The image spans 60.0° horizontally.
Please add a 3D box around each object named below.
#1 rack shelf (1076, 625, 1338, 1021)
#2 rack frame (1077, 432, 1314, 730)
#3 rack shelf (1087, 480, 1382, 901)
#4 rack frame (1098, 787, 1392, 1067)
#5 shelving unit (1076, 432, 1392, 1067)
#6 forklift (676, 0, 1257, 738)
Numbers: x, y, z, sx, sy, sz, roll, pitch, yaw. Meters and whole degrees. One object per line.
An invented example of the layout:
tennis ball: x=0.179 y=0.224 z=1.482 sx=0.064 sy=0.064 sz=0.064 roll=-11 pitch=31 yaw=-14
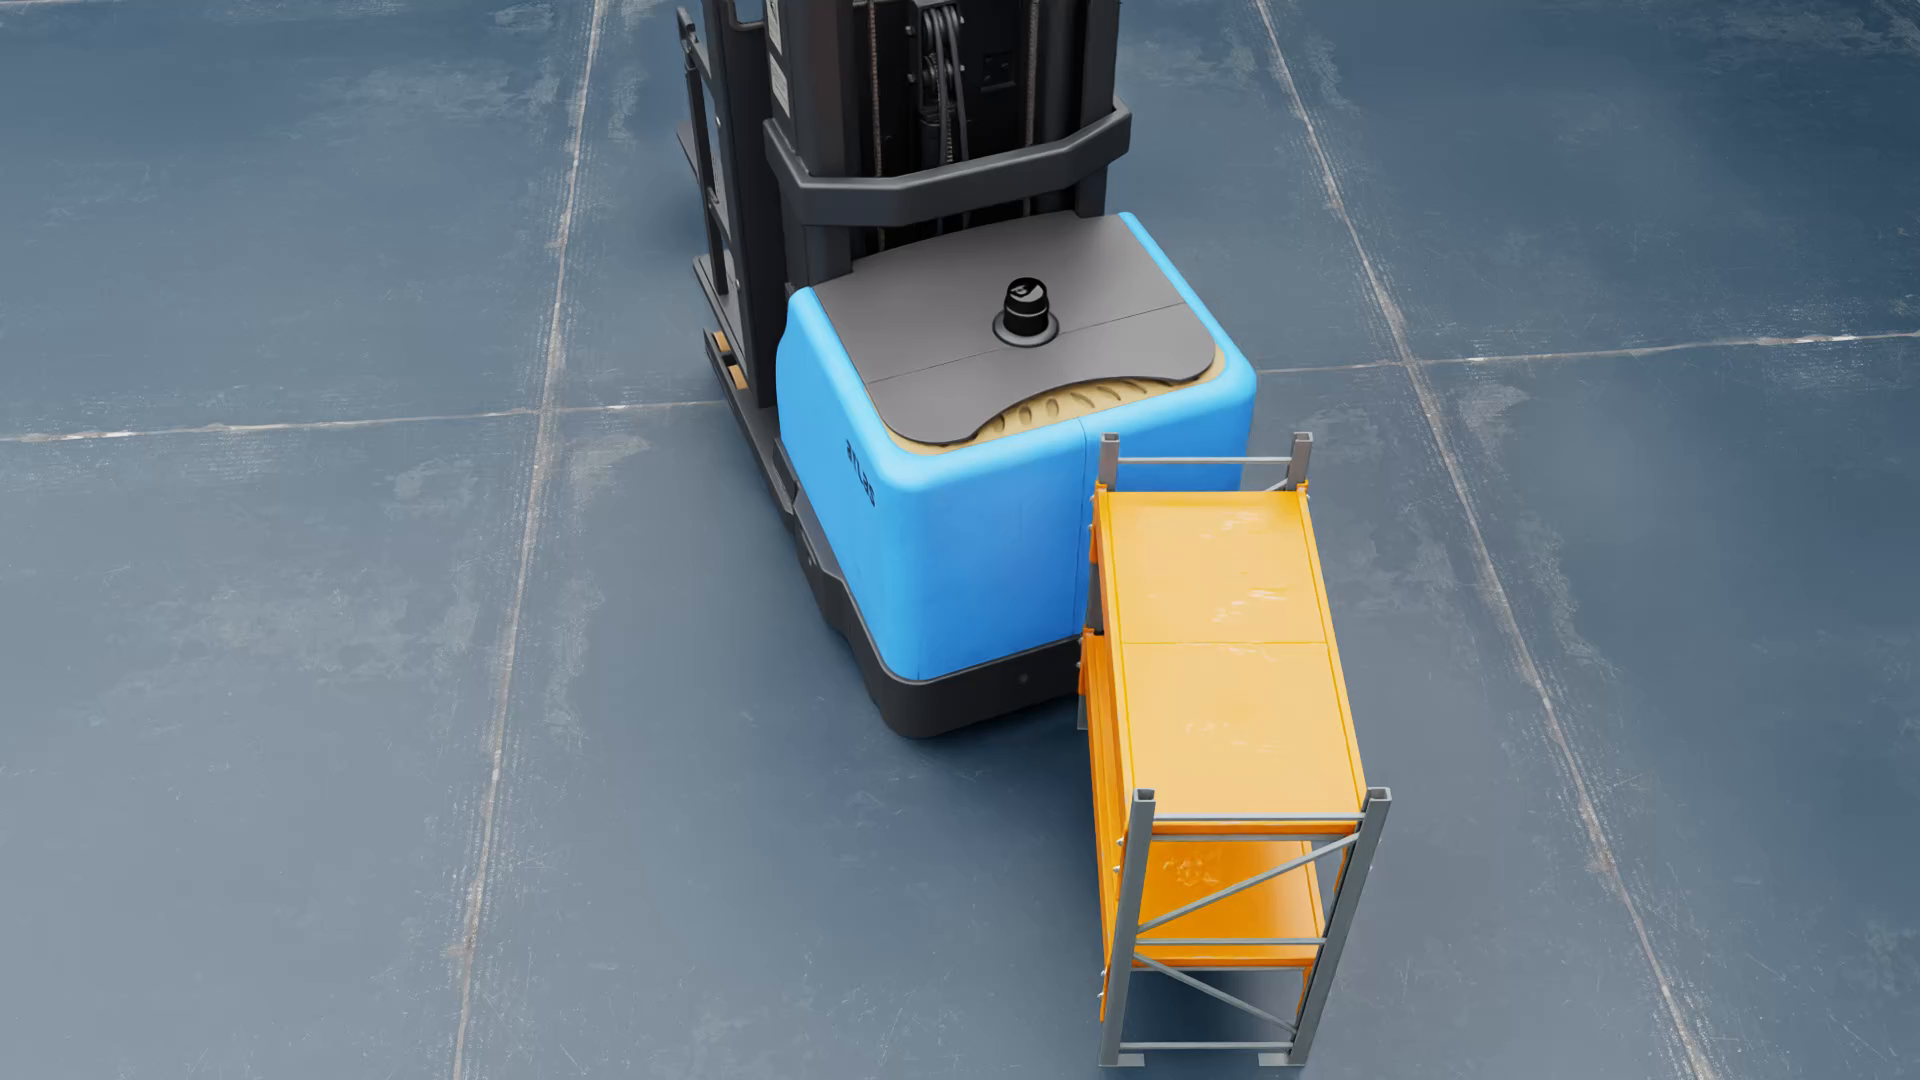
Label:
rack shelf: x=0.586 y=0.680 z=4.168 sx=0.538 sy=0.278 sz=1.000 roll=0 pitch=47 yaw=0
rack frame: x=0.584 y=0.143 z=4.340 sx=0.500 sy=1.125 sz=0.032 roll=0 pitch=47 yaw=0
rack shelf: x=0.586 y=0.311 z=3.778 sx=0.538 sy=0.278 sz=1.000 roll=0 pitch=47 yaw=0
rack frame: x=0.588 y=0.881 z=3.641 sx=0.500 sy=1.125 sz=0.032 roll=0 pitch=47 yaw=0
shelving unit: x=0.586 y=0.512 z=3.990 sx=0.538 sy=1.125 sz=1.048 roll=0 pitch=47 yaw=0
forklift: x=-0.238 y=-1.546 z=4.696 sx=1.130 sy=2.935 sz=3.031 roll=-16 pitch=49 yaw=-15
